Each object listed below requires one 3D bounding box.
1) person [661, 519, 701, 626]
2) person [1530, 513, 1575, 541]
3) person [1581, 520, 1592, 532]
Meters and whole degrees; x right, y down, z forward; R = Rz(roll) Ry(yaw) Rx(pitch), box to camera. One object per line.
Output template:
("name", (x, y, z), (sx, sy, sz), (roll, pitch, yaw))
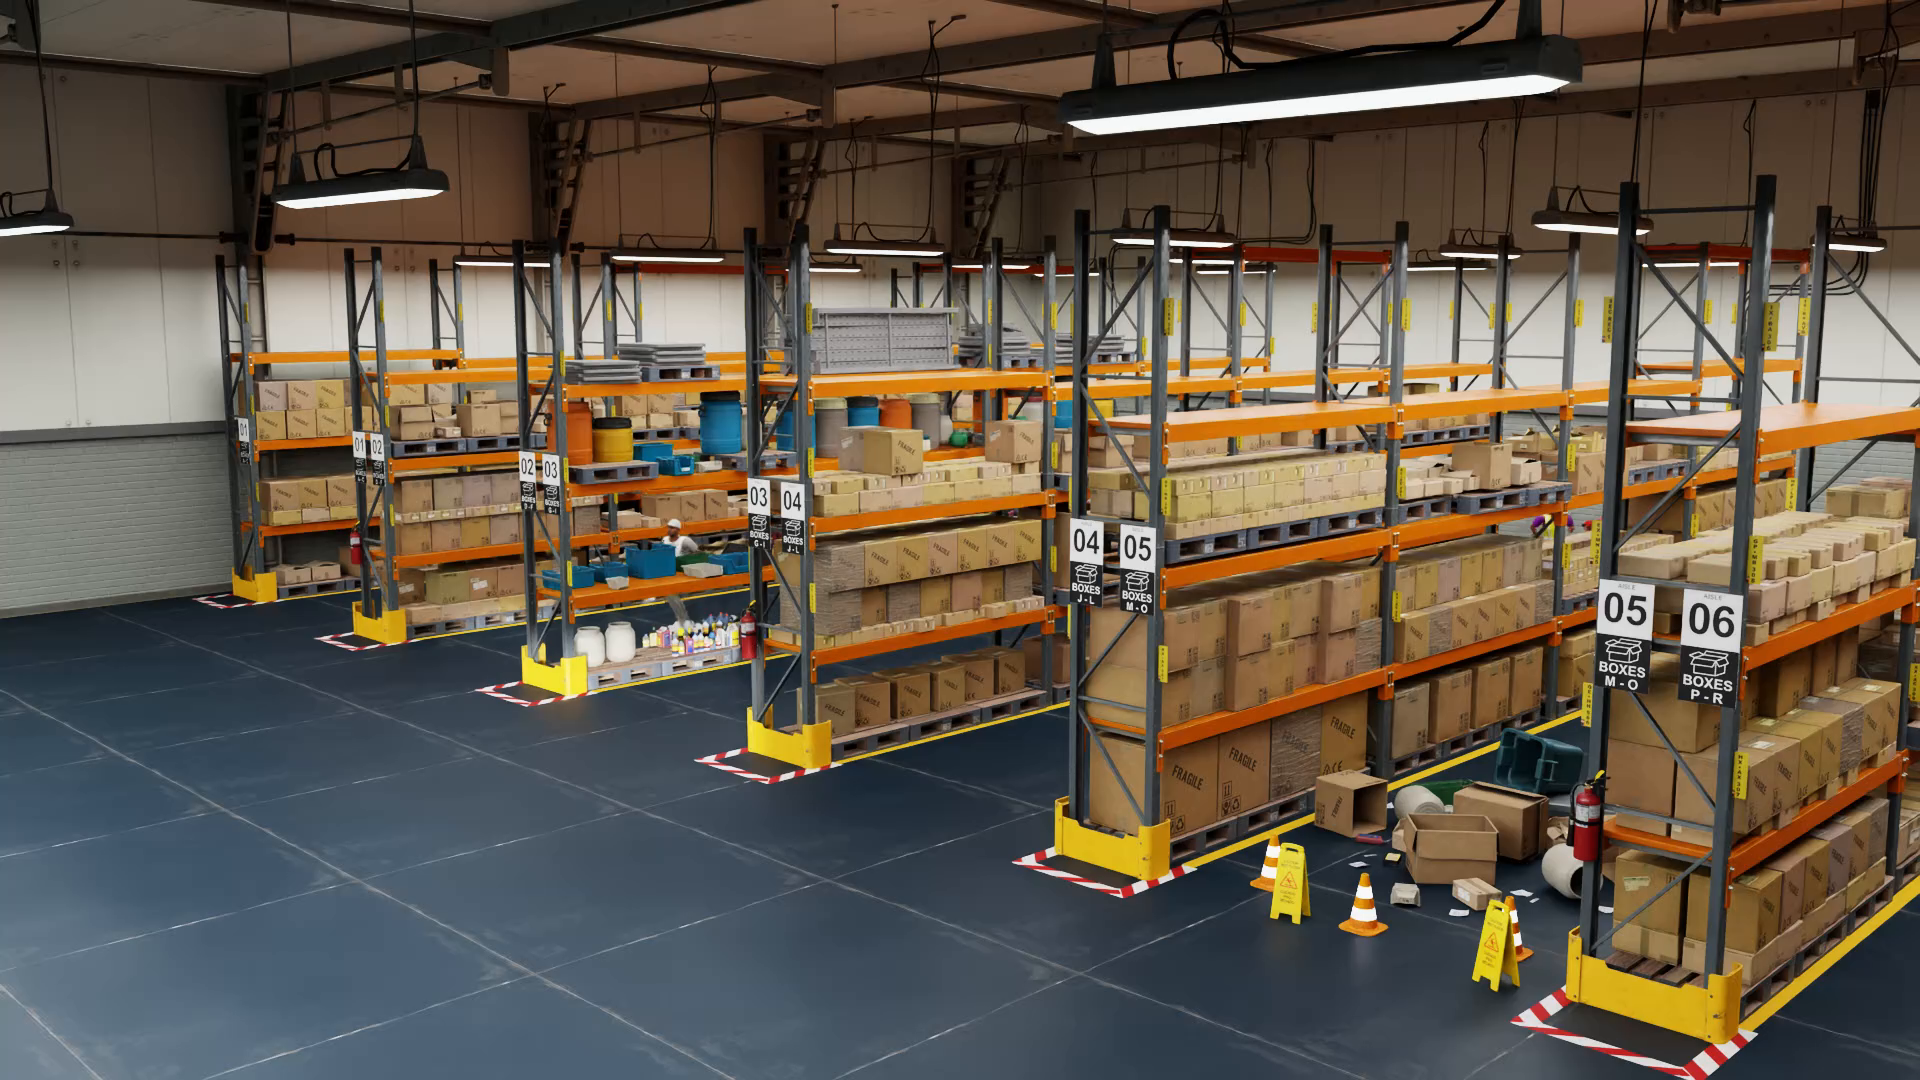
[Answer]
("person", (-4.522, 0.564, 26.307), (0.649, 1.793, 0.714), (6, 10, 34))
("person", (10.607, 0.047, 29.643), (0.702, 1.639, 0.723), (-1, 8, -9))
("person", (10.015, 0.544, 26.394), (0.836, 1.734, 0.679), (-6, 10, -36))
